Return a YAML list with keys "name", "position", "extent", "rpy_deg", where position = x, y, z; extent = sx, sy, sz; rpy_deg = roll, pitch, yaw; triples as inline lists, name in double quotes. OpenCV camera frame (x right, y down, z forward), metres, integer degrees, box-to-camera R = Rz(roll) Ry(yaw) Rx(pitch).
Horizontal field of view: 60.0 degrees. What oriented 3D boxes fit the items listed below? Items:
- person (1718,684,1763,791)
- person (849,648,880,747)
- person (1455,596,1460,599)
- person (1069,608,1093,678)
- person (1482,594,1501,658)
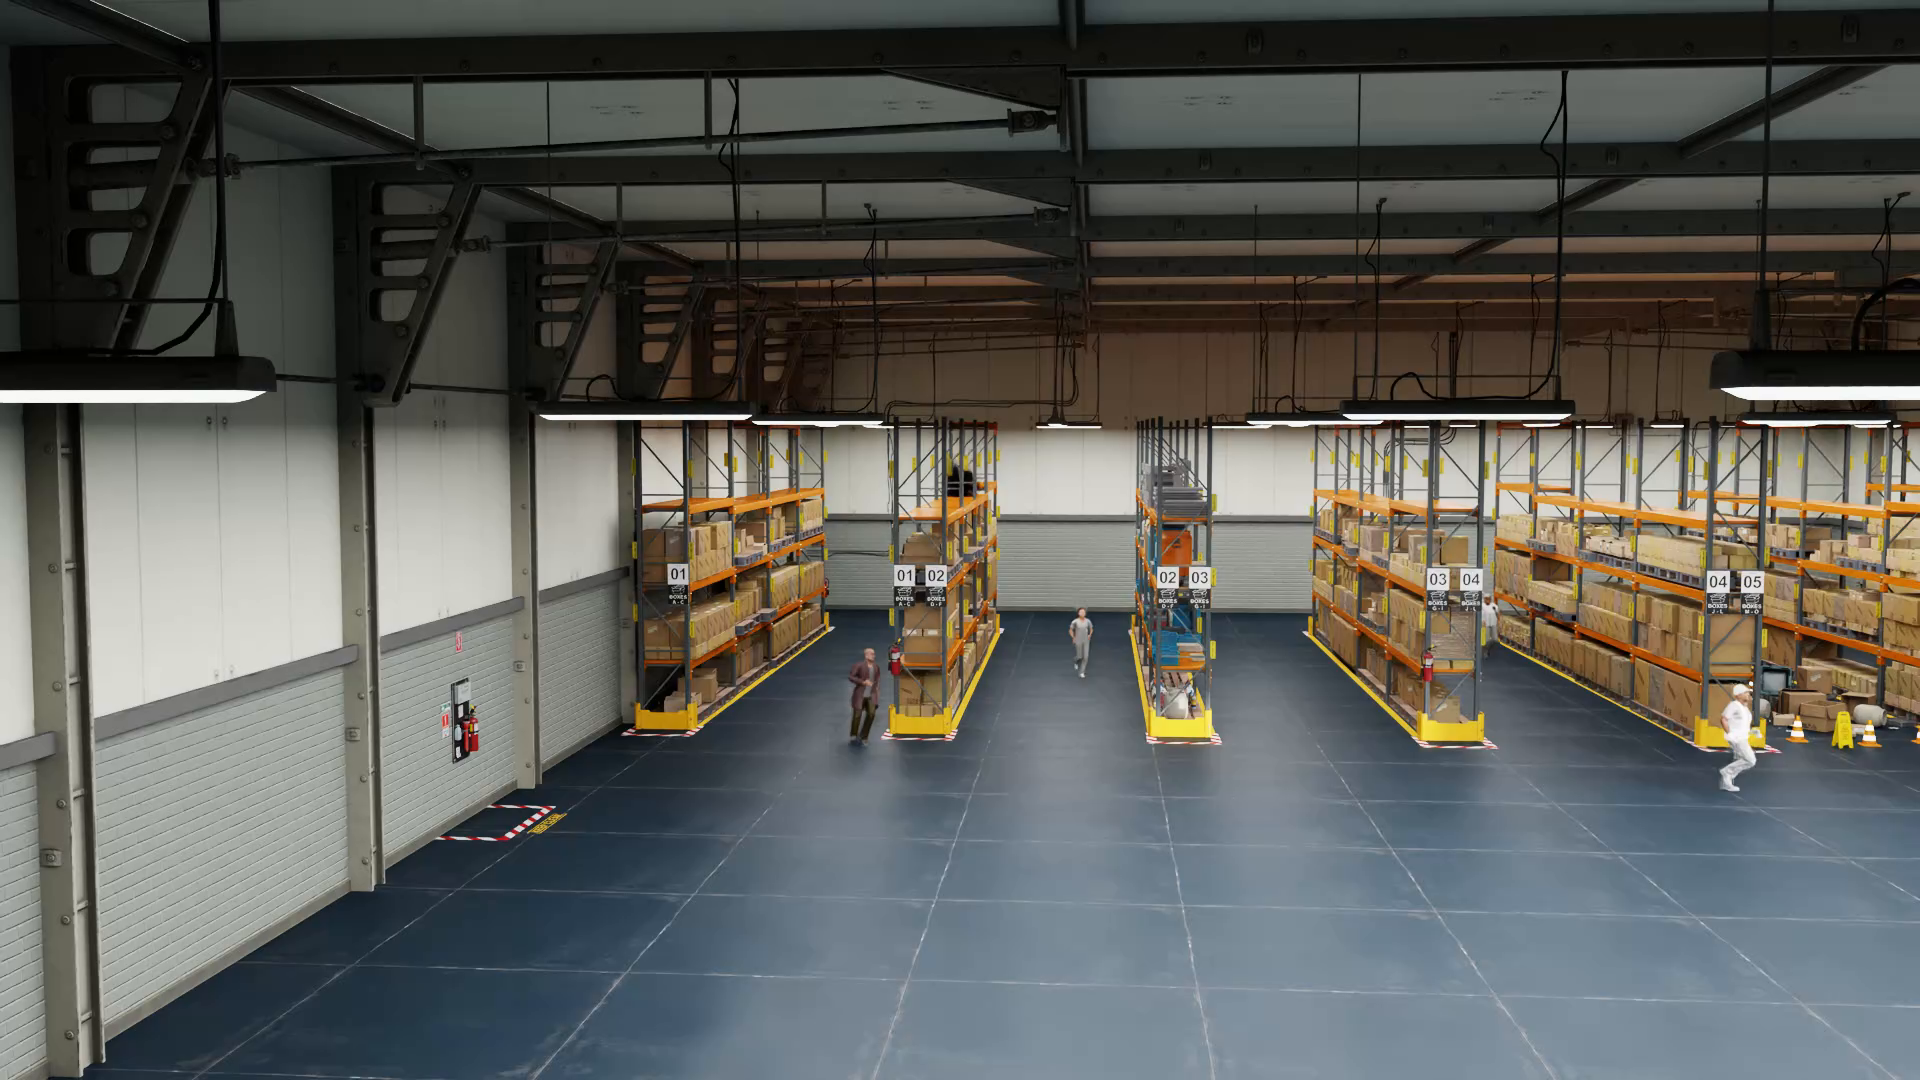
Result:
- name: "person"
  position: [12.368, 3.142, 26.367]
  extent: [0.601, 1.715, 0.631]
  rpy_deg: [3, 5, 38]
- name: "person"
  position: [-1.707, 2.879, 30.495]
  extent: [0.708, 1.769, 0.742]
  rpy_deg: [-1, 4, -21]
- name: "person"
  position: [13.470, 1.884, 46.259]
  extent: [0.783, 1.682, 0.569]
  rpy_deg: [4, 5, 43]
- name: "person"
  position: [2.838, 2.383, 38.815]
  extent: [0.565, 1.626, 0.573]
  rpy_deg: [-1, 4, -9]
- name: "person"
  position: [13.350, 2.177, 41.951]
  extent: [0.613, 1.630, 0.508]
  rpy_deg: [1, 4, 8]
